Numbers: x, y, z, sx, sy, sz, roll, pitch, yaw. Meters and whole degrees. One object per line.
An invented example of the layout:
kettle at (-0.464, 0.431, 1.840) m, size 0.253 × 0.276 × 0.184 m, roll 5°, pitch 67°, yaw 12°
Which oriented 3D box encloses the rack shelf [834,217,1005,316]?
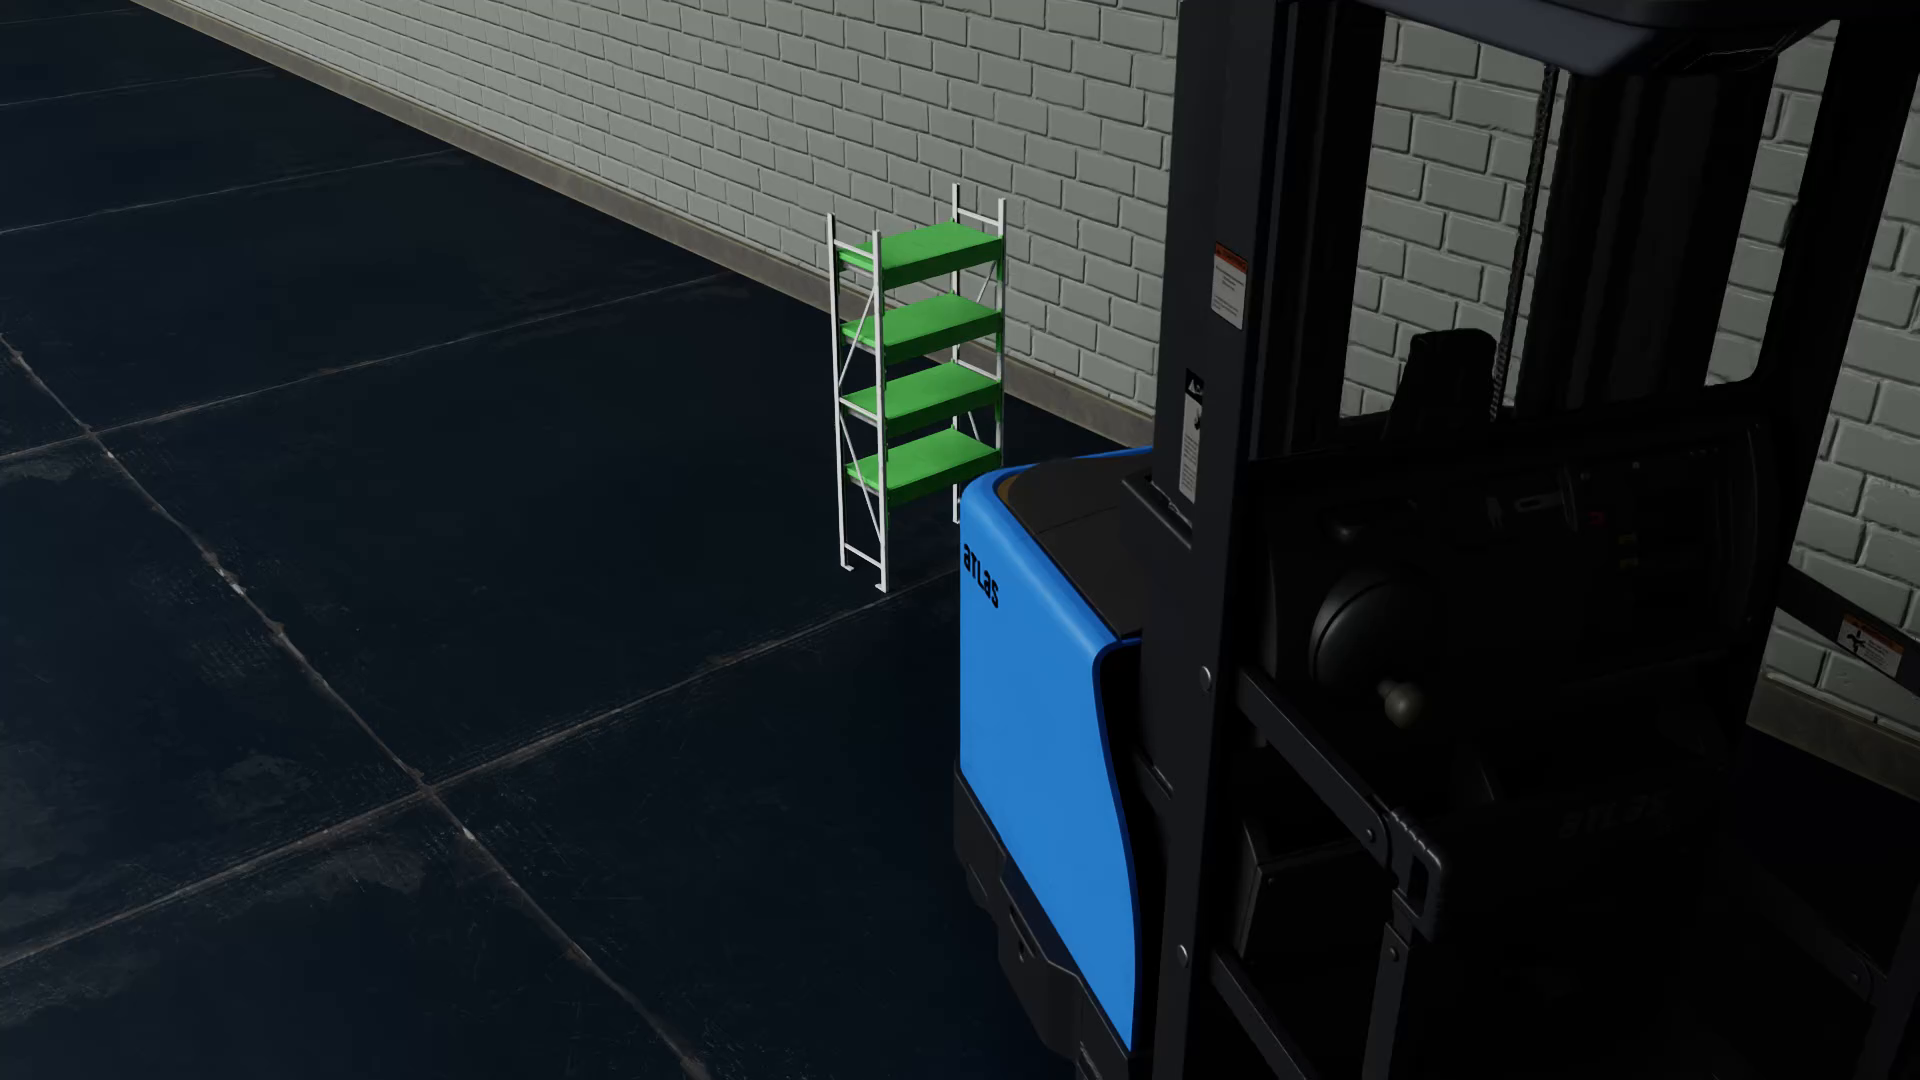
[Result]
rack shelf at (-0.126, -0.846, 5.103) m, size 0.480 × 0.148 × 0.258 m, roll -22°, pitch 35°, yaw -35°

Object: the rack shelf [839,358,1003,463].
rack shelf at (-0.126, -0.422, 5.330) m, size 0.480 × 0.148 × 0.258 m, roll -22°, pitch 35°, yaw -35°

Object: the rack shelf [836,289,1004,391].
rack shelf at (-0.126, -0.634, 5.217) m, size 0.480 × 0.148 × 0.258 m, roll -22°, pitch 35°, yaw -35°

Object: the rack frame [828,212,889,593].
rack frame at (-0.312, -0.404, 5.160) m, size 0.015 × 1.200 × 0.240 m, roll -22°, pitch 35°, yaw -35°

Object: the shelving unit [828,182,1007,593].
shelving unit at (-0.126, -0.479, 5.300) m, size 0.503 × 1.200 × 0.258 m, roll -22°, pitch 35°, yaw -35°

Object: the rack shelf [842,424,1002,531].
rack shelf at (-0.126, -0.211, 5.443) m, size 0.480 × 0.148 × 0.258 m, roll -22°, pitch 35°, yaw -35°

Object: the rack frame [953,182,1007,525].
rack frame at (0.060, -0.553, 5.439) m, size 0.015 × 1.200 × 0.240 m, roll -22°, pitch 35°, yaw -35°

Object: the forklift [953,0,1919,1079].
forklift at (0.960, 0.083, 2.413) m, size 1.130 × 2.935 × 3.031 m, roll -10°, pitch 30°, yaw -17°
